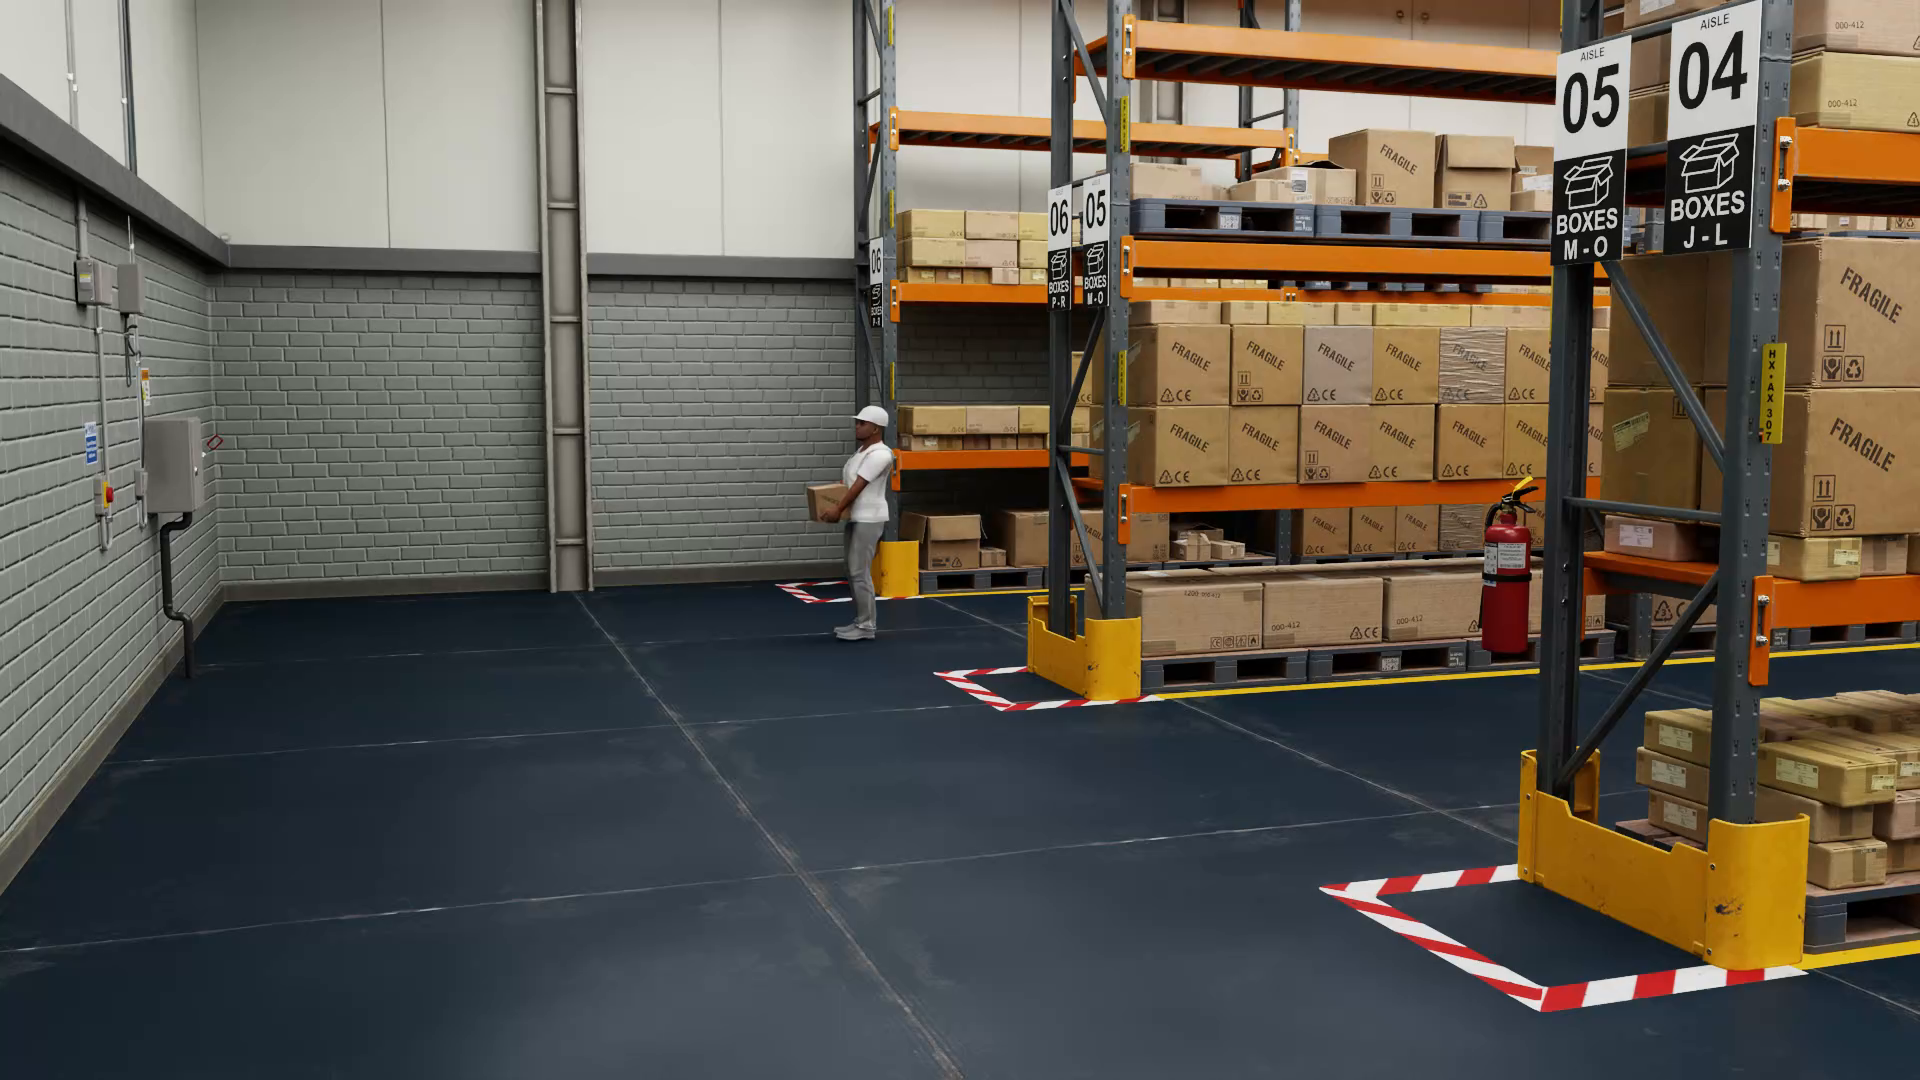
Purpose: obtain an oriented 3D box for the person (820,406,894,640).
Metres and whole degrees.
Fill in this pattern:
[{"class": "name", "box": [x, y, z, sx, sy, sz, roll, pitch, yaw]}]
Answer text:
[{"class": "person", "box": [-0.808, -0.130, 12.546, 0.577, 1.761, 0.502, -2, 6, -19]}]
